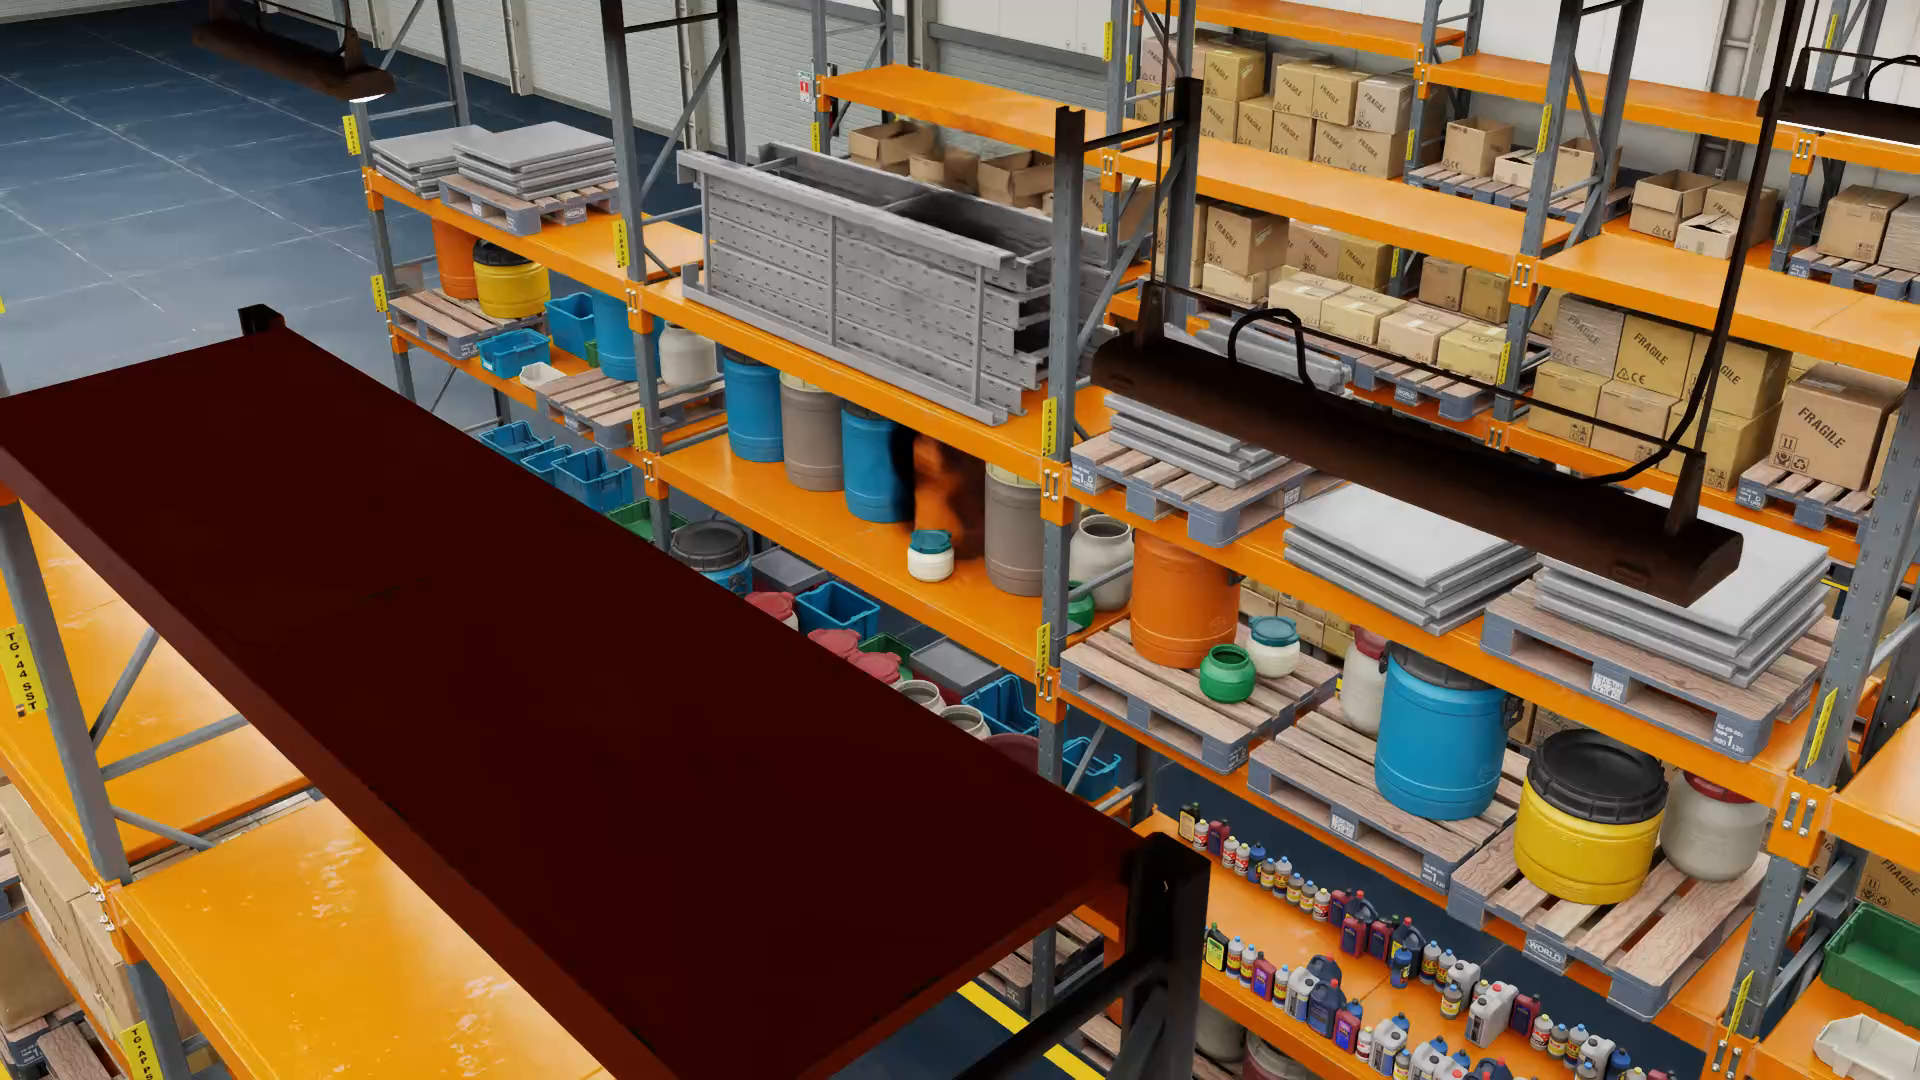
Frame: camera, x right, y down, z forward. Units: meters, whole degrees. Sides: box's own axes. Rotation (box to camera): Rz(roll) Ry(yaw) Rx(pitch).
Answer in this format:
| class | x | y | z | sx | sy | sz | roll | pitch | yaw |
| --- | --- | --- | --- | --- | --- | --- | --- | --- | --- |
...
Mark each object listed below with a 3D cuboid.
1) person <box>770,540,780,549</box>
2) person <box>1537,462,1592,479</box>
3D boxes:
| class | x | y | z | sx | sy | sz | roll | pitch | yaw |
| --- | --- | --- | --- | --- | --- | --- | --- | --- | --- |
| person | -1.569 | -0.079 | 15.276 | 0.710 | 1.688 | 0.575 | 14 | 31 | 25 |
| person | 5.447 | -0.252 | 15.429 | 0.876 | 1.844 | 0.643 | 18 | 33 | 30 |
